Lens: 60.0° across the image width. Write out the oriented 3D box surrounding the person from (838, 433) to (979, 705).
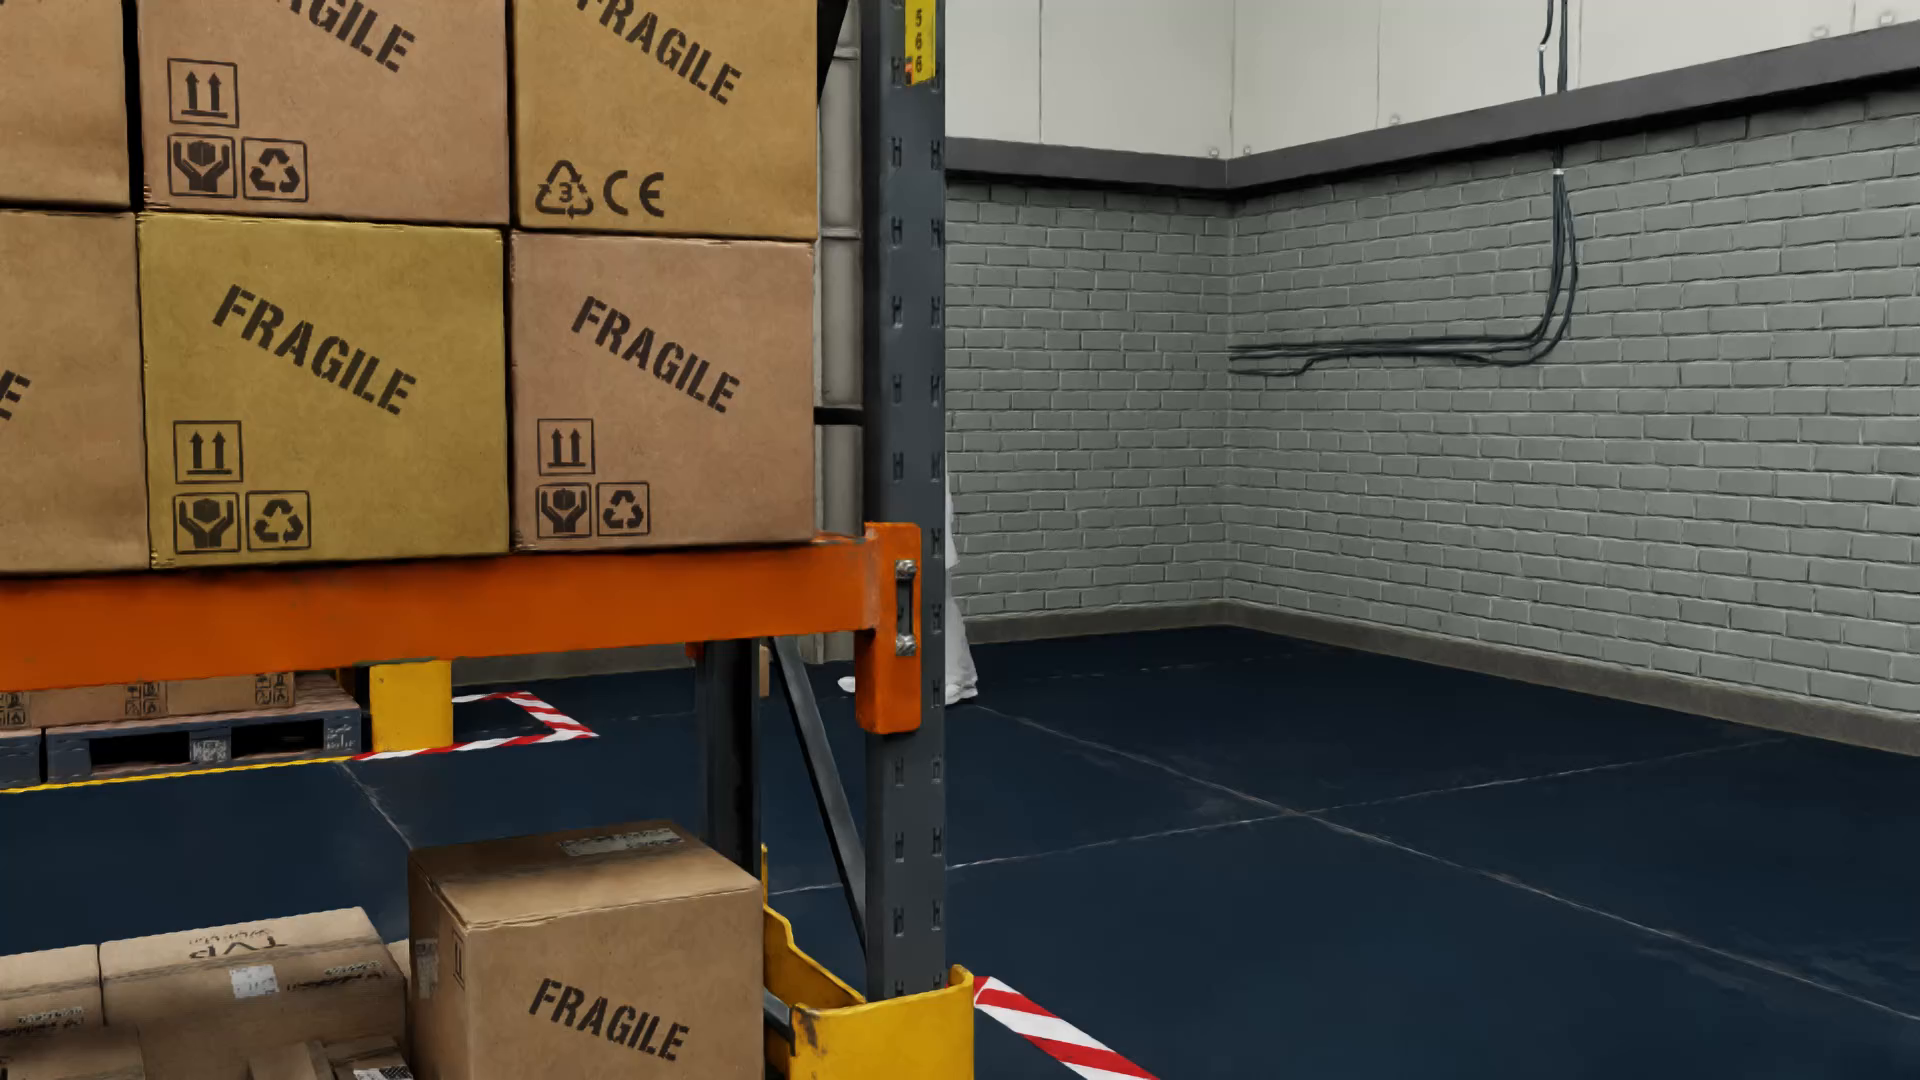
[{"bbox_3d":[-0.266,-0.067,8.373,0.725,1.770,0.596,0,5,-1],"label":"person"}]
